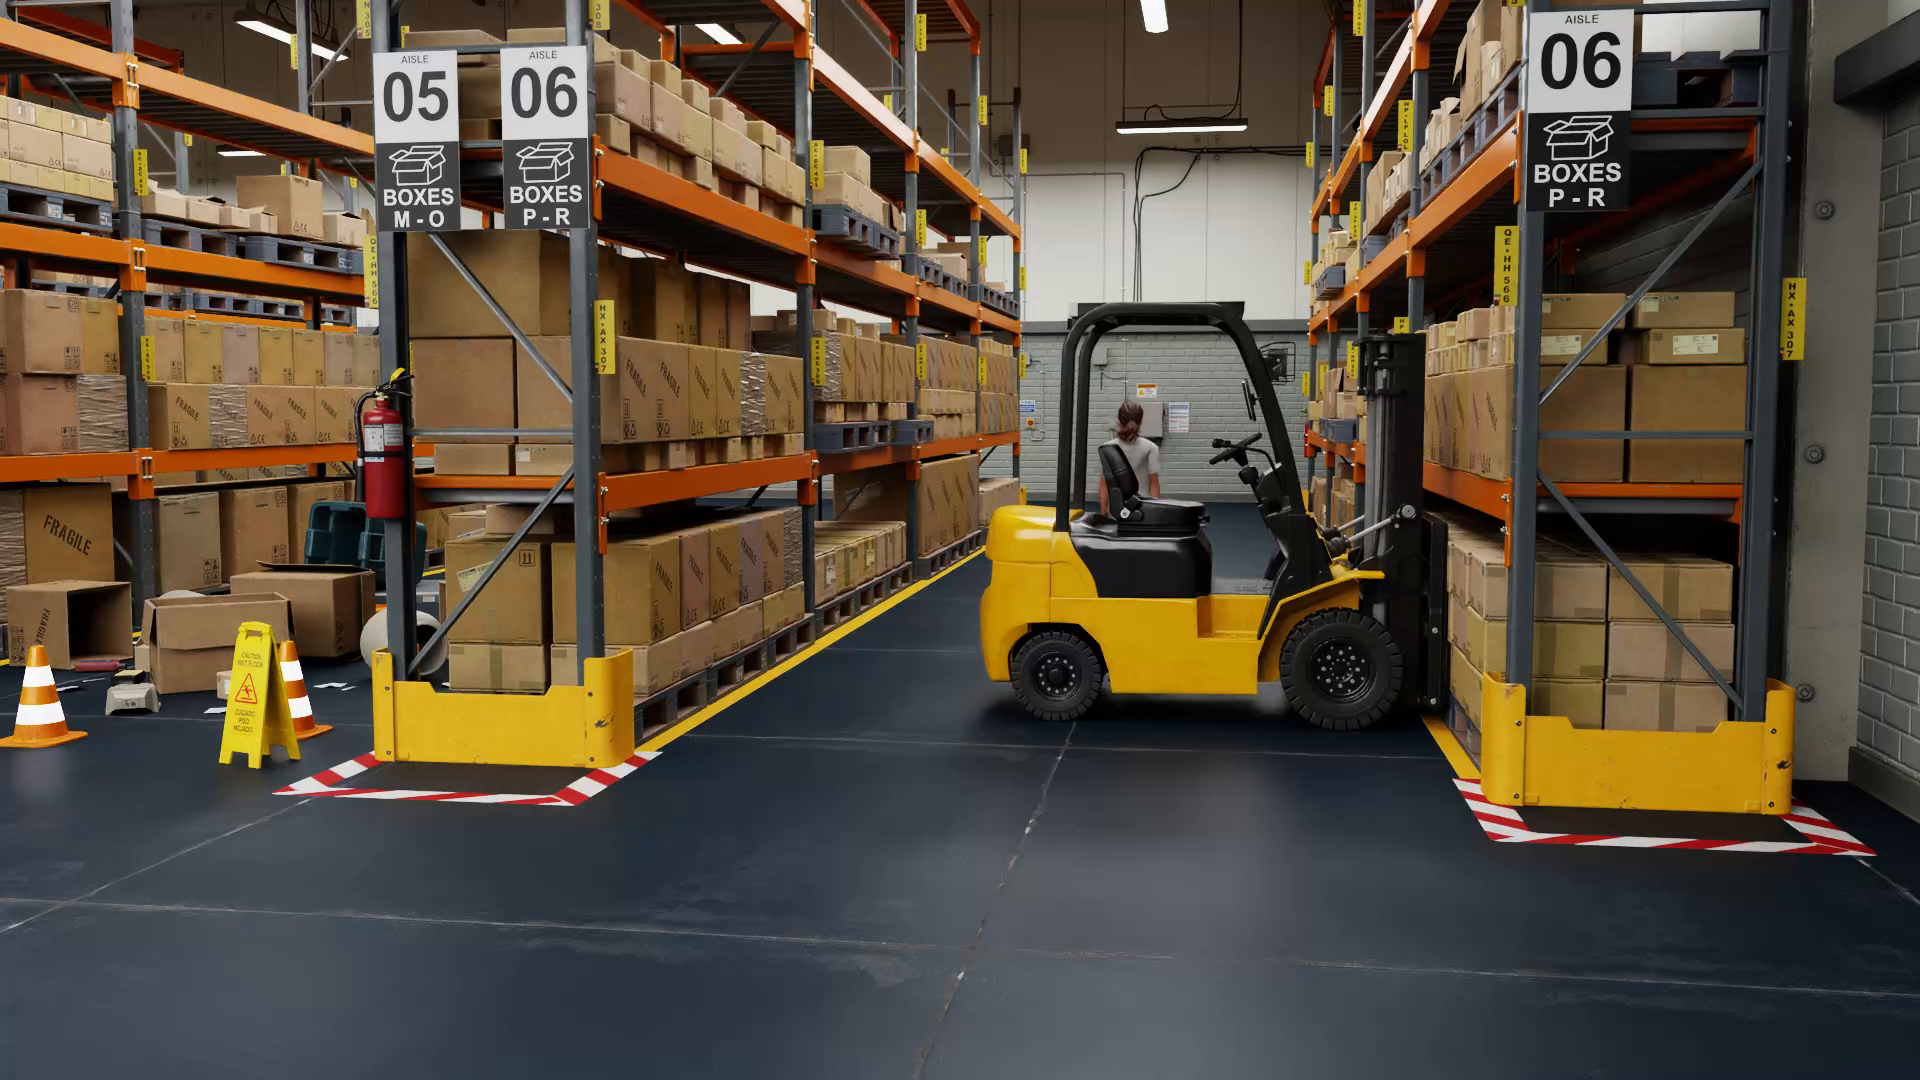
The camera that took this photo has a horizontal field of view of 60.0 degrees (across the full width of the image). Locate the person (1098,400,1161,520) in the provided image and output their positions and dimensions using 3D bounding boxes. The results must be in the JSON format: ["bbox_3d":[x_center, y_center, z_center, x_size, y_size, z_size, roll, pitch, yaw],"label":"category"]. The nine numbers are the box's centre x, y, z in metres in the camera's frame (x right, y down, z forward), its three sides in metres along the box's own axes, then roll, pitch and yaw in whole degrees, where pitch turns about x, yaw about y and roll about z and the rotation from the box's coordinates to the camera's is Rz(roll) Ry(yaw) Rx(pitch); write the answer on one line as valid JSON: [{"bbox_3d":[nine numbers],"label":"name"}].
[{"bbox_3d":[1.190,-0.142,11.665,0.436,1.676,0.375,1,5,10],"label":"person"}]
